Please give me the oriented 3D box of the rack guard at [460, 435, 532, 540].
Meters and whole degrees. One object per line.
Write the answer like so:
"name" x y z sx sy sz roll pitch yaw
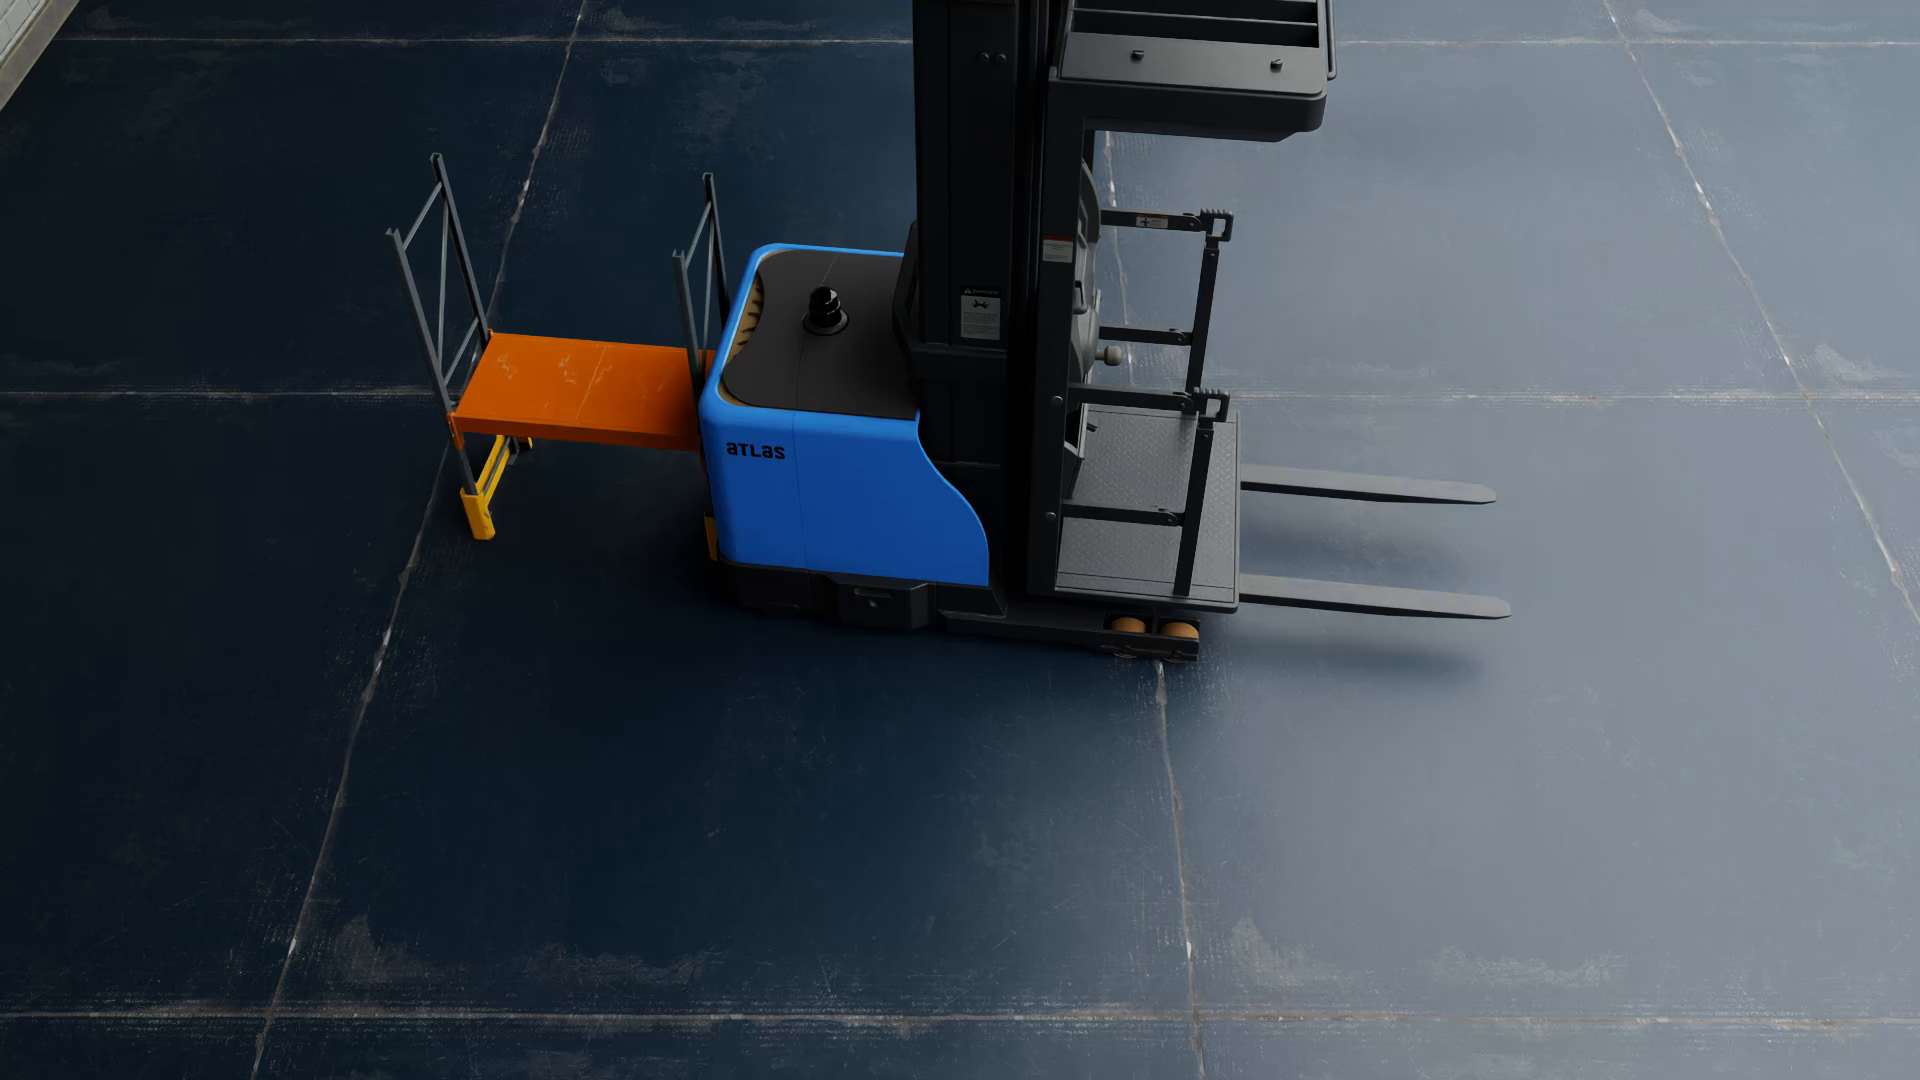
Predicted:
"rack guard" -1.930 -0.300 6.939 0.087 0.250 0.587 5 47 5

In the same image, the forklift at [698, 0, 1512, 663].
"forklift" 0.618 -0.942 5.705 3.031 2.935 1.130 5 47 5

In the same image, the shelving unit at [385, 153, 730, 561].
"shelving unit" -1.436 -0.682 6.441 1.083 1.500 0.587 5 47 5

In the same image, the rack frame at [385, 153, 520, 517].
"rack frame" -1.949 -0.728 6.484 0.032 1.500 0.500 5 47 5

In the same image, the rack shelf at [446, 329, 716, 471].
"rack shelf" -1.445 -0.560 6.573 1.000 0.185 0.538 5 47 5

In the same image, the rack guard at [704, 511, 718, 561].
"rack guard" -0.941 -0.211 6.857 0.087 0.250 0.587 5 47 5

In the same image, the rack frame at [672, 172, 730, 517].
"rack frame" -0.940 -0.637 6.399 0.032 1.500 0.500 5 47 5
